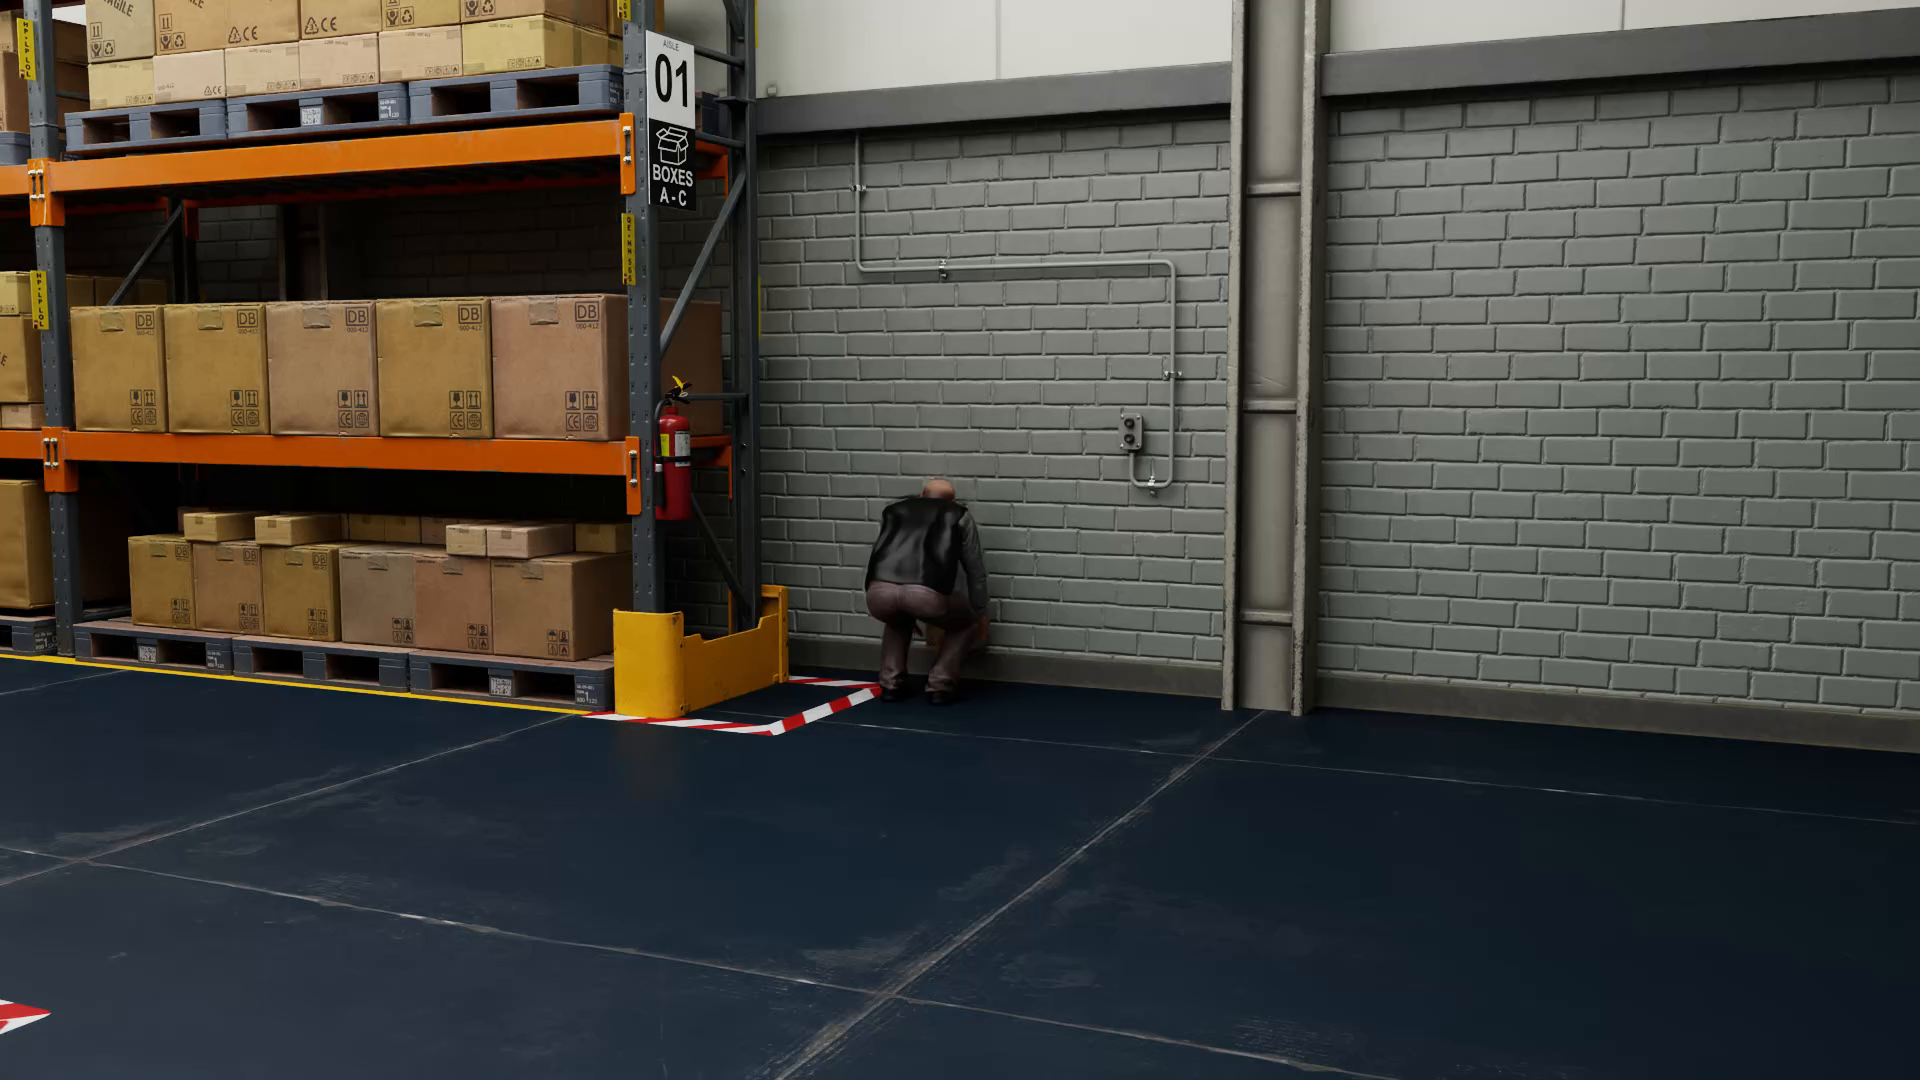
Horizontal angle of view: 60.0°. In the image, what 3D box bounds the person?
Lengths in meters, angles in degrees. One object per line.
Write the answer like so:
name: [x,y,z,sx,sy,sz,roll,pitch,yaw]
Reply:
person: [-0.199,0.253,8.384,0.558,1.082,0.831,2,6,21]
